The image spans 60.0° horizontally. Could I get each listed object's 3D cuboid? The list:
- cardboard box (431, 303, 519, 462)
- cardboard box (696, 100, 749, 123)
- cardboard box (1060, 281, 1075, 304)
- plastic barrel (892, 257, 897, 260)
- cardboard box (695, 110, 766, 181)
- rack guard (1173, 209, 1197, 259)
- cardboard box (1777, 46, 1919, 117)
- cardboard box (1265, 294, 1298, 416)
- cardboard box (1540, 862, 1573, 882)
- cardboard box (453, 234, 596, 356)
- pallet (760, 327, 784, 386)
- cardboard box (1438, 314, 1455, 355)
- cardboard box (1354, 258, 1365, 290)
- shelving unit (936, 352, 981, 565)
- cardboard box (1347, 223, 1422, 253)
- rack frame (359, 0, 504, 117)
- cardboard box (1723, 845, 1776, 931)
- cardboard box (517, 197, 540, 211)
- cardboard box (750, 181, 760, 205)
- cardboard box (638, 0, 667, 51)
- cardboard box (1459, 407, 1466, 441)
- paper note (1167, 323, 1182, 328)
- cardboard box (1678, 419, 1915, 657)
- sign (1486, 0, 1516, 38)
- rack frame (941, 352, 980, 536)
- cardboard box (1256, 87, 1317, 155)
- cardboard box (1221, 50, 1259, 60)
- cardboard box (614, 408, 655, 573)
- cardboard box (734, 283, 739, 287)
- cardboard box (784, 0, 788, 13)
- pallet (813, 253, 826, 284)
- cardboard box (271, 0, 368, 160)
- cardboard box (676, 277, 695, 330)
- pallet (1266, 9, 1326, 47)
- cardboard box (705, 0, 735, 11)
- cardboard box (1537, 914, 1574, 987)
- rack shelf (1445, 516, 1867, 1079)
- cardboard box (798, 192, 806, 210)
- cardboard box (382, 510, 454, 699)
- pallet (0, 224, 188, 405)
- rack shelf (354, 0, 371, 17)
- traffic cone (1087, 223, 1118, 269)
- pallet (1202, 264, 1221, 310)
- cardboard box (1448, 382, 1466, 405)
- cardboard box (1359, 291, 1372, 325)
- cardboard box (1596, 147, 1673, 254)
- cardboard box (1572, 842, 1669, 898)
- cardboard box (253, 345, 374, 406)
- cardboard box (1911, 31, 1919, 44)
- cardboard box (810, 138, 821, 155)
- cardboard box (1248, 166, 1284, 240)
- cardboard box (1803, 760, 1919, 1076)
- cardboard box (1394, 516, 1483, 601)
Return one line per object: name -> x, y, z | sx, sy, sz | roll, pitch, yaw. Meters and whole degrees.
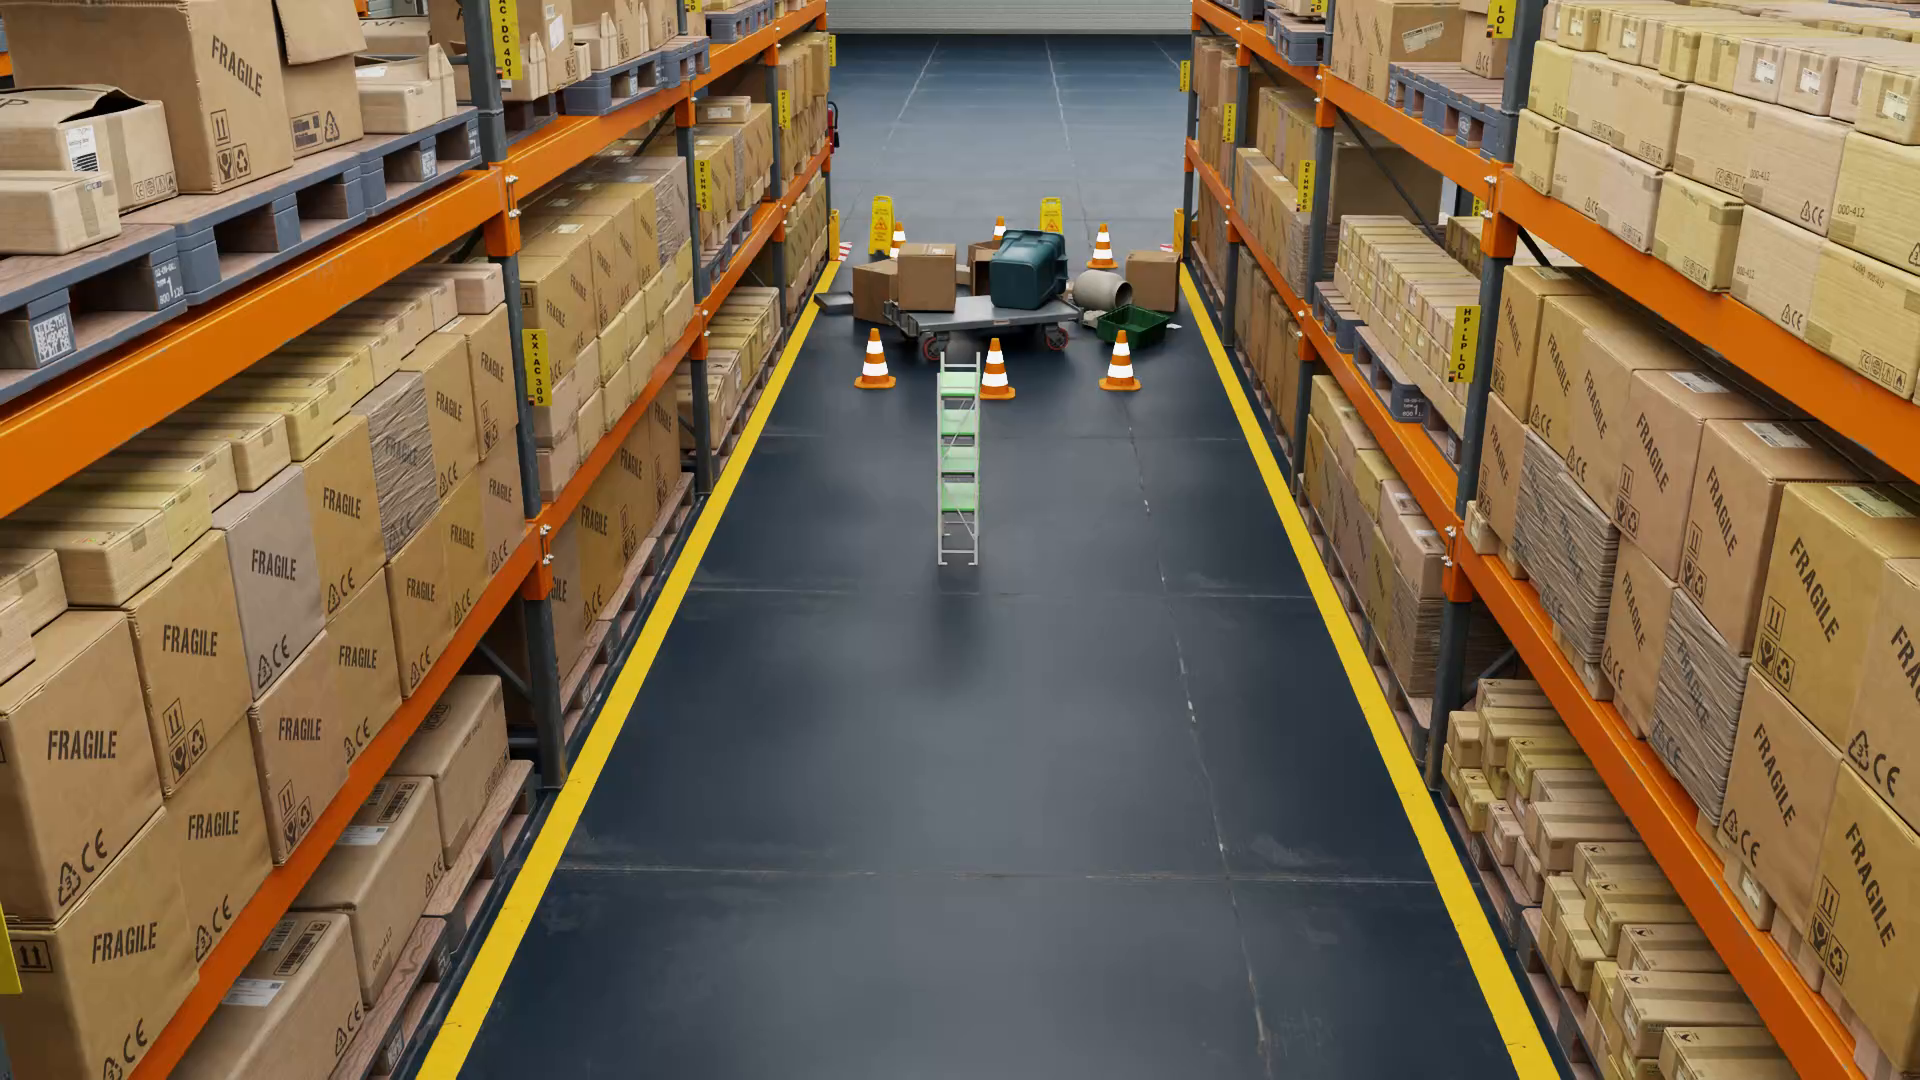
cardboard box -> -2.052, -0.621, 6.461 | 0.500, 0.500, 0.500 | 0, 21, 1
cardboard box -> -1.852, -3.339, 12.962 | 0.380, 0.149, 0.250 | 0, 21, -1
cardboard box -> 1.092, -2.523, 16.665 | 0.396, 0.266, 0.258 | 4, 22, 11
plastic barrel -> -0.498, -2.656, 16.788 | 0.512, 0.421, 0.421 | 18, 27, 38
cardboard box -> -1.869, -3.206, 13.516 | 0.500, 0.500, 0.500 | 1, 21, 2
rack guard -> 3.003, -3.446, 18.718 | 1.175, 0.500, 0.348 | 1, 21, 2
cardboard box -> 2.302, -1.151, 4.167 | 0.380, 0.149, 0.250 | 1, 21, 3
cardboard box -> 2.890, -1.392, 12.500 | 1.050, 0.750, 0.750 | 1, 21, 2
cardboard box -> 2.374, 1.236, 6.145 | 0.380, 0.149, 0.250 | 2, 21, 4
cardboard box -> -2.025, -1.134, 7.785 | 0.500, 0.500, 0.500 | 1, 21, 1
pallet -> -2.093, -1.592, 14.341 | 1.003, 0.211, 1.213 | 1, 21, 2
cardboard box -> 2.471, -0.957, 7.794 | 0.380, 0.149, 0.250 | 0, 21, 0
cardboard box -> 2.532, -1.560, 9.758 | 0.380, 0.149, 0.250 | 0, 21, 0
shelving unit -> -0.005, -0.500, 10.158 | 0.258, 1.200, 0.503 | 1, 21, 2
cardboard box -> 2.545, -1.804, 9.975 | 0.380, 0.149, 0.250 | 0, 21, 0
rack frame -> -2.314, -3.078, 6.022 | 1.000, 3.000, 0.127 | 1, 21, 2
cardboard box -> 2.265, 0.906, 4.395 | 0.380, 0.149, 0.250 | 1, 21, 3
cardboard box -> -2.507, -1.516, 8.769 | 0.500, 0.500, 0.500 | 1, 21, 2
cardboard box -> -1.812, -2.783, 13.321 | 0.380, 0.149, 0.250 | 1, 21, 2
cardboard box -> -2.032, -3.009, 9.270 | 0.700, 0.500, 0.500 | 0, 21, -1
cardboard box -> 2.451, -0.488, 7.407 | 0.380, 0.149, 0.250 | 0, 21, 0
paper note -> 1.996, -2.025, 15.705 | 0.147, 0.020, 0.142 | -16, 26, -35
cardboard box -> 2.303, -0.008, 4.472 | 0.500, 0.500, 0.500 | 2, 21, 4
sign -> 2.082, -2.091, 6.366 | 0.100, 0.325, 0.005 | 1, 21, 2
rack frame -> 0.002, -0.588, 10.385 | 0.240, 1.200, 0.015 | 1, 21, 2
cardboard box -> 2.871, -3.489, 13.854 | 0.700, 0.500, 0.500 | 0, 21, 1
cardboard box -> 2.988, -4.448, 16.146 | 0.875, 0.550, 0.500 | 1, 21, 2
cardboard box -> -2.328, -0.362, 9.671 | 0.875, 0.875, 0.875 | 1, 21, 2
cardboard box -> -2.321, -2.305, 15.542 | 0.500, 0.250, 0.500 | 2, 21, 4
cardboard box -> -1.788, -4.937, 15.306 | 0.380, 0.149, 0.250 | 0, 21, 0
pallet -> -2.011, -2.999, 17.967 | 1.003, 0.211, 1.213 | 1, 21, 2
cardboard box -> -2.323, -1.482, 5.195 | 0.797, 0.503, 0.637 | 2, 21, 6
cardboard box -> -1.948, -1.472, 10.384 | 0.500, 0.250, 0.500 | 0, 21, 0
pallet -> 2.756, -3.658, 11.924 | 1.003, 0.211, 1.213 | 2, 21, 4
cardboard box -> -1.981, -4.118, 12.476 | 0.500, 0.250, 0.500 | 1, 21, 2
cardboard box -> 2.306, 1.467, 5.961 | 0.380, 0.149, 0.250 | 0, 21, 0
rack shelf -> 2.576, 0.795, 5.328 | 1.077, 0.370, 4.000 | 1, 21, 2
cardboard box -> -1.700, -3.278, 16.118 | 0.380, 0.149, 0.250 | 2, 21, 5
cardboard box -> -2.083, 0.210, 5.702 | 0.500, 0.500, 0.500 | 0, 21, 1
pallet -> -2.423, -0.461, 3.545 | 1.003, 0.211, 1.213 | 1, 21, 2
rack shelf -> -6.971, -5.013, 16.151 | 1.077, 0.370, 4.000 | 1, 21, 2
traffic cone -> 1.566, -3.243, 18.248 | 0.336, 0.463, 0.334 | 1, 21, 2
pallet -> 3.016, -2.572, 16.867 | 1.003, 0.211, 1.213 | 1, 21, 2
cardboard box -> 2.458, -0.722, 7.599 | 0.380, 0.149, 0.250 | 1, 21, 2
cardboard box -> 2.521, -1.337, 9.594 | 0.380, 0.149, 0.250 | 2, 21, 4
cardboard box -> 2.317, -1.058, 5.170 | 0.500, 0.250, 0.500 | 2, 21, 4
cardboard box -> 2.393, 1.191, 5.852 | 0.380, 0.149, 0.250 | 0, 21, -1
cardboard box -> -2.107, -0.520, 5.306 | 0.380, 0.149, 0.250 | 0, 21, 0
cardboard box -> 2.900, -1.335, 4.642 | 0.380, 0.149, 0.250 | 0, 21, 1
cardboard box -> -1.650, -4.087, 17.262 | 0.380, 0.149, 0.250 | 1, 21, 3
cardboard box -> 2.563, -2.652, 13.079 | 0.500, 0.500, 0.500 | 1, 21, 1
cardboard box -> 2.272, 0.832, 3.688 | 0.500, 0.500, 0.500 | 1, 21, 3
cardboard box -> 2.407, 0.084, 8.003 | 0.500, 0.250, 0.500 | 0, 21, 0
